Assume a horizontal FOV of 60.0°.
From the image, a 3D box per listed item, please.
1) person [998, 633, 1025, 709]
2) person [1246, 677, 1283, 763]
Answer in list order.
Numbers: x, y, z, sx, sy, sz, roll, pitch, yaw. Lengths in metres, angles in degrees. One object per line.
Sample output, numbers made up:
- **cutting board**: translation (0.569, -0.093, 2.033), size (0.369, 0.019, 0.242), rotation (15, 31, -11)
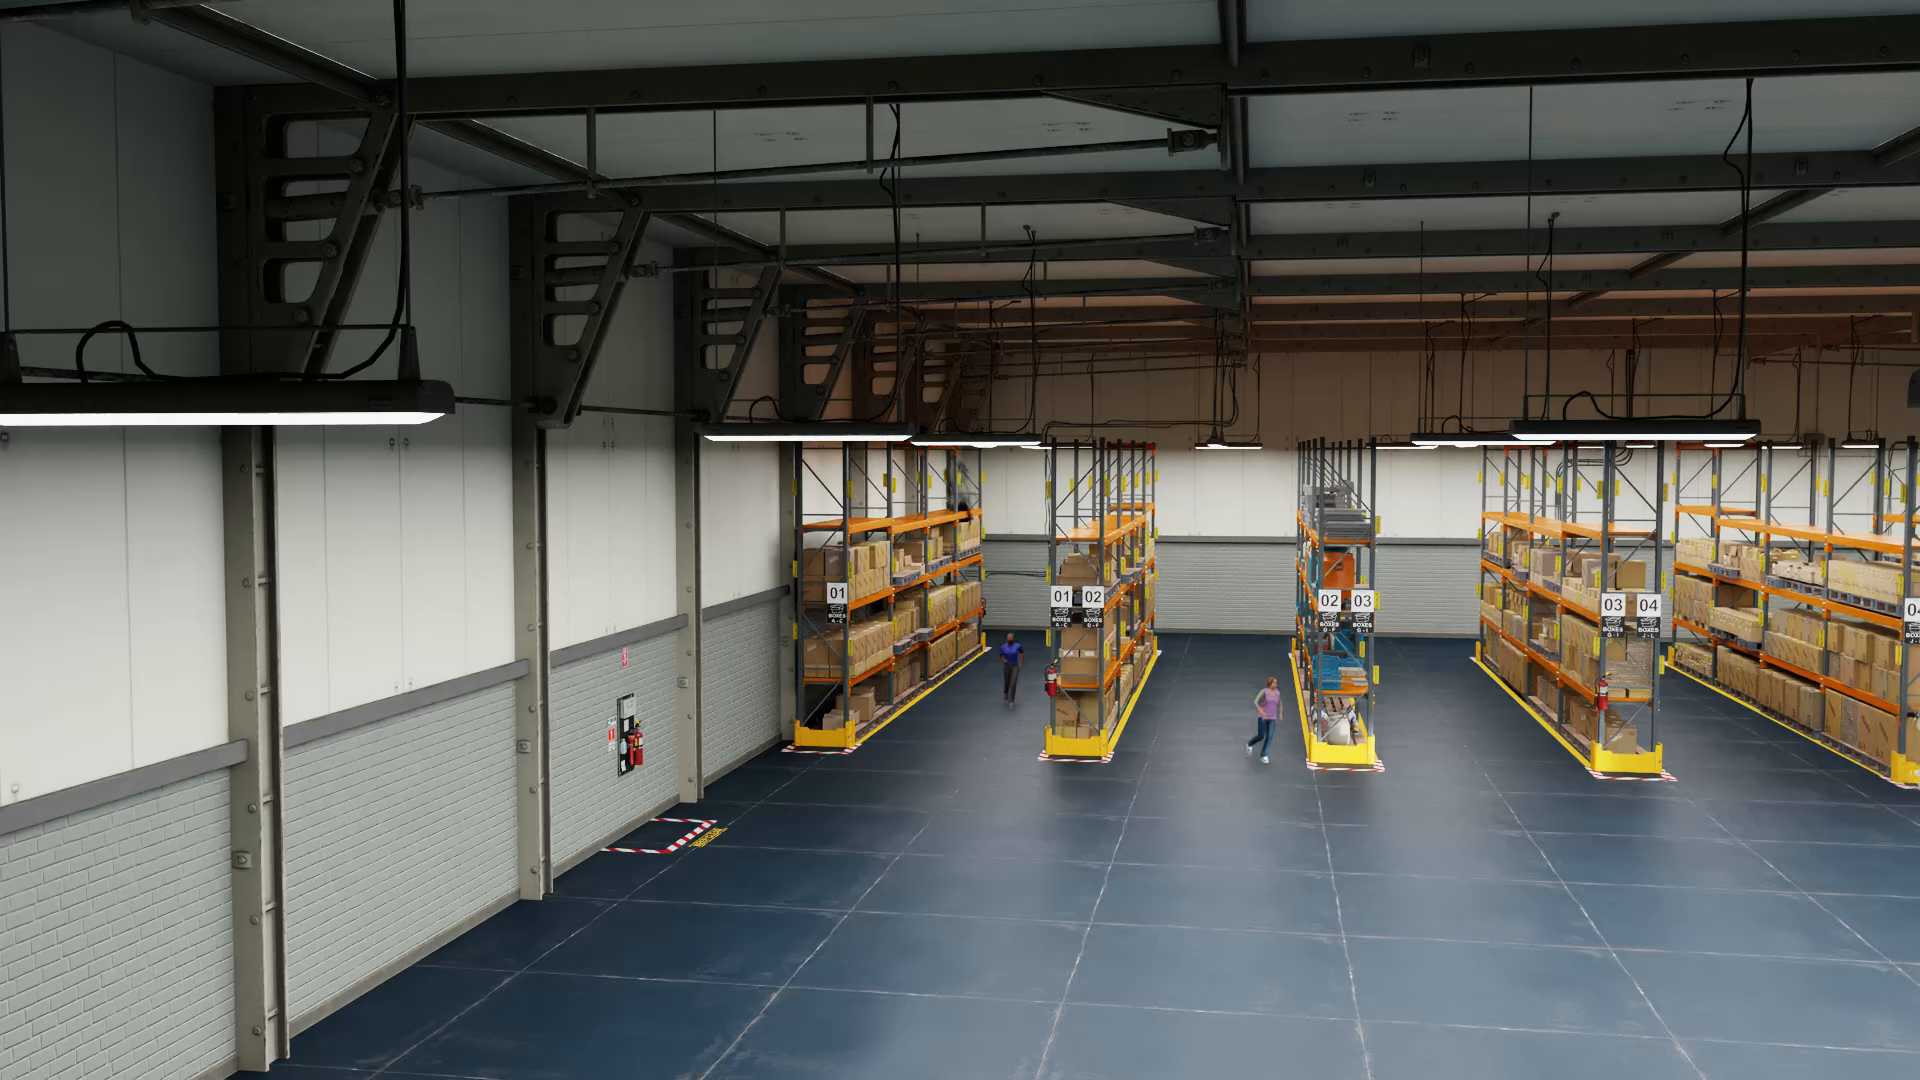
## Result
- **person**: translation (1.160, 2.919, 37.534), size (0.589, 1.664, 0.918), rotation (0, 3, 6)
- **person**: translation (5.712, 3.358, 30.858), size (0.609, 1.472, 0.697), rotation (-1, 3, -16)
